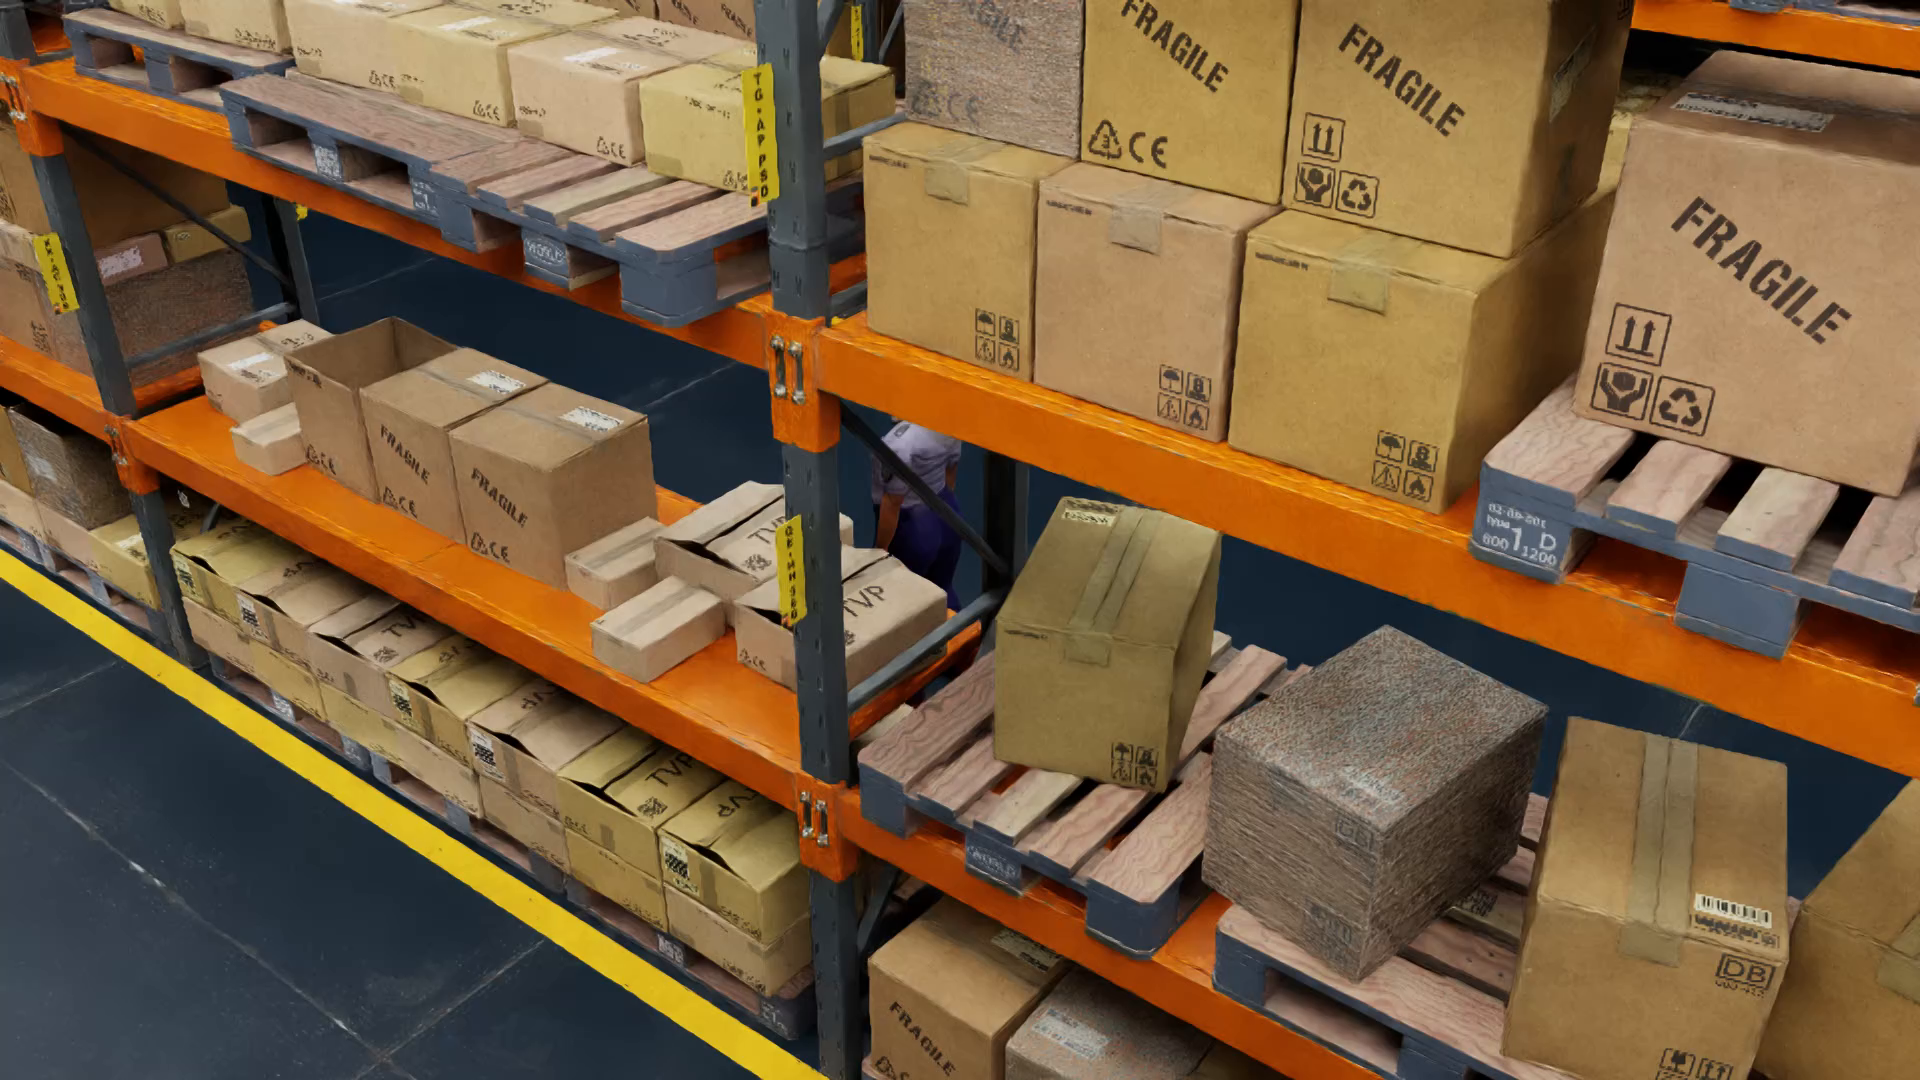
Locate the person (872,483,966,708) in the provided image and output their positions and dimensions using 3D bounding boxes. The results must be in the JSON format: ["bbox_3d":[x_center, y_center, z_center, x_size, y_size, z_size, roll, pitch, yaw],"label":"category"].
[{"bbox_3d":[-0.191,0.238,7.386,0.342,1.023,0.447,22,37,32],"label":"person"}]
